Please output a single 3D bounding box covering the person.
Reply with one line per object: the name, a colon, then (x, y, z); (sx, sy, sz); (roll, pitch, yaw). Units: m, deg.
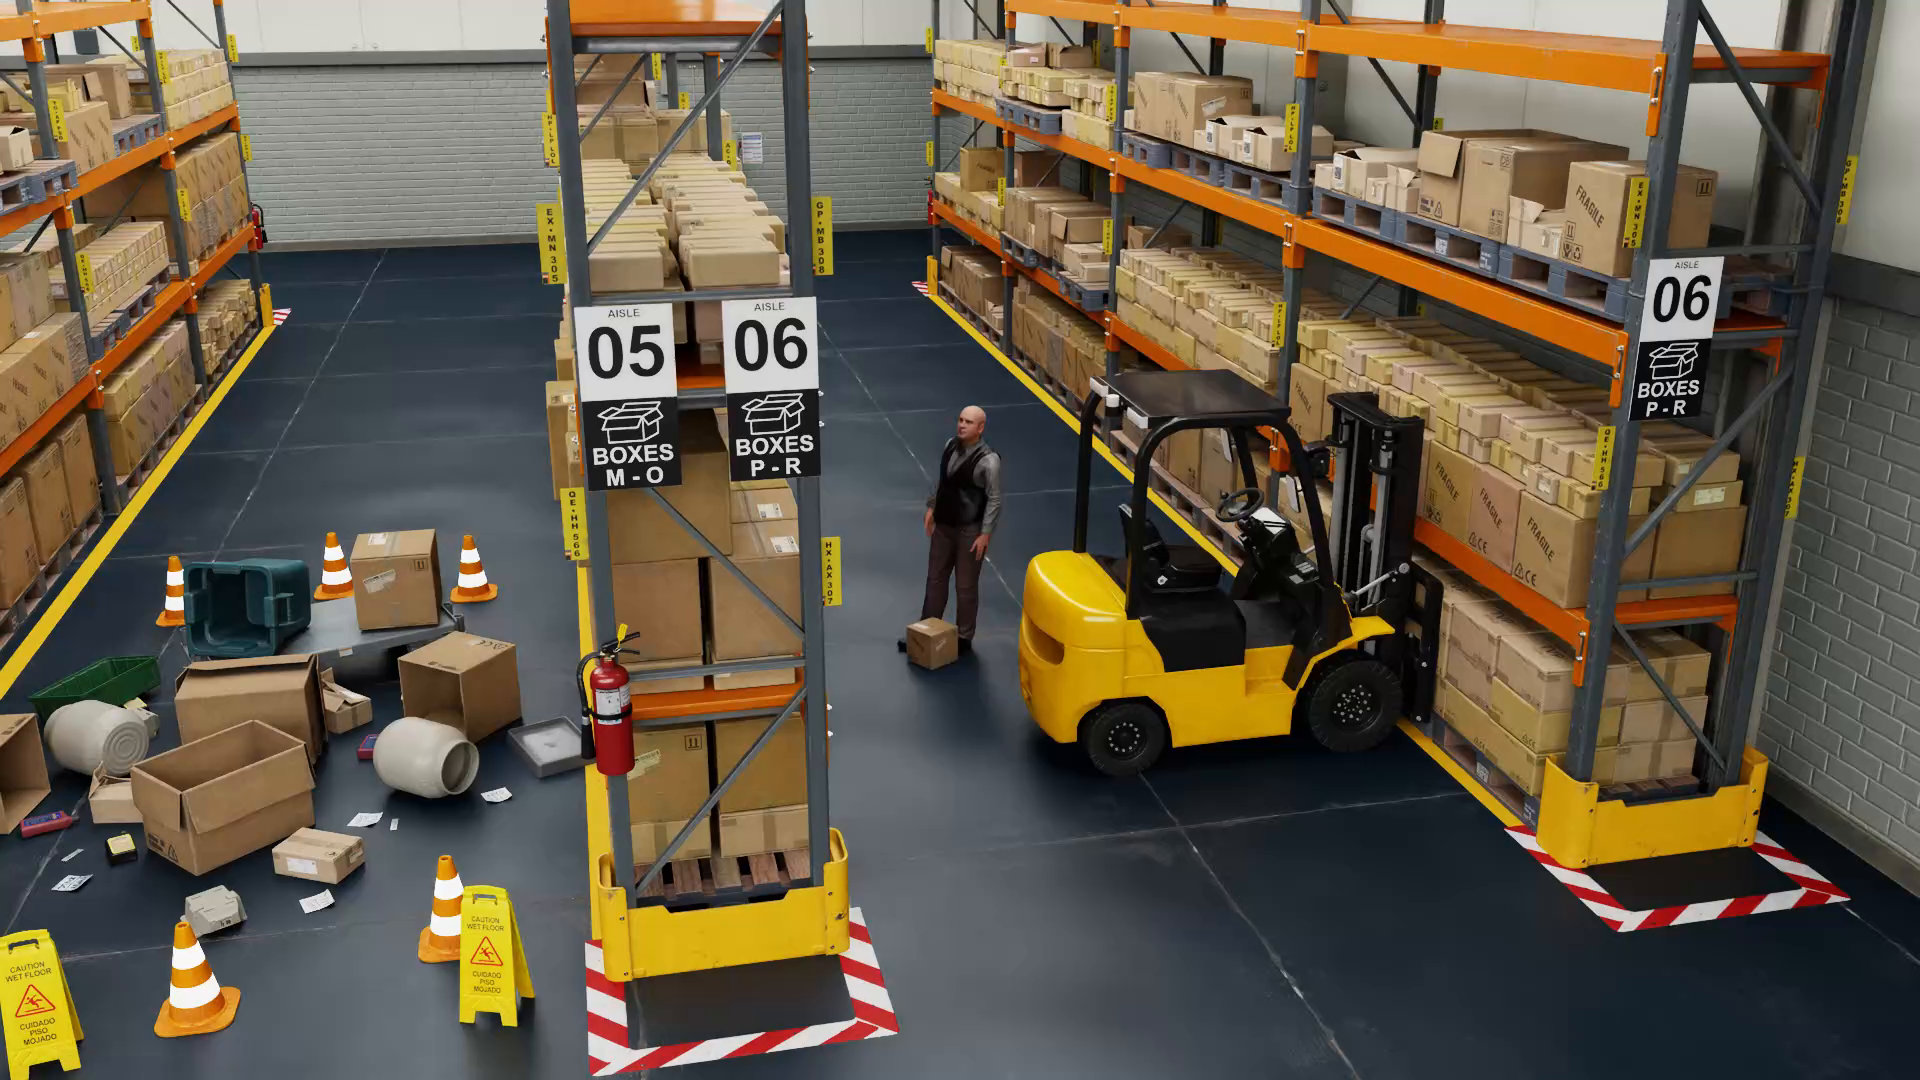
person: (-0.042, -0.057, 11.244); (0.568, 1.720, 0.630); (-17, 26, -39)
